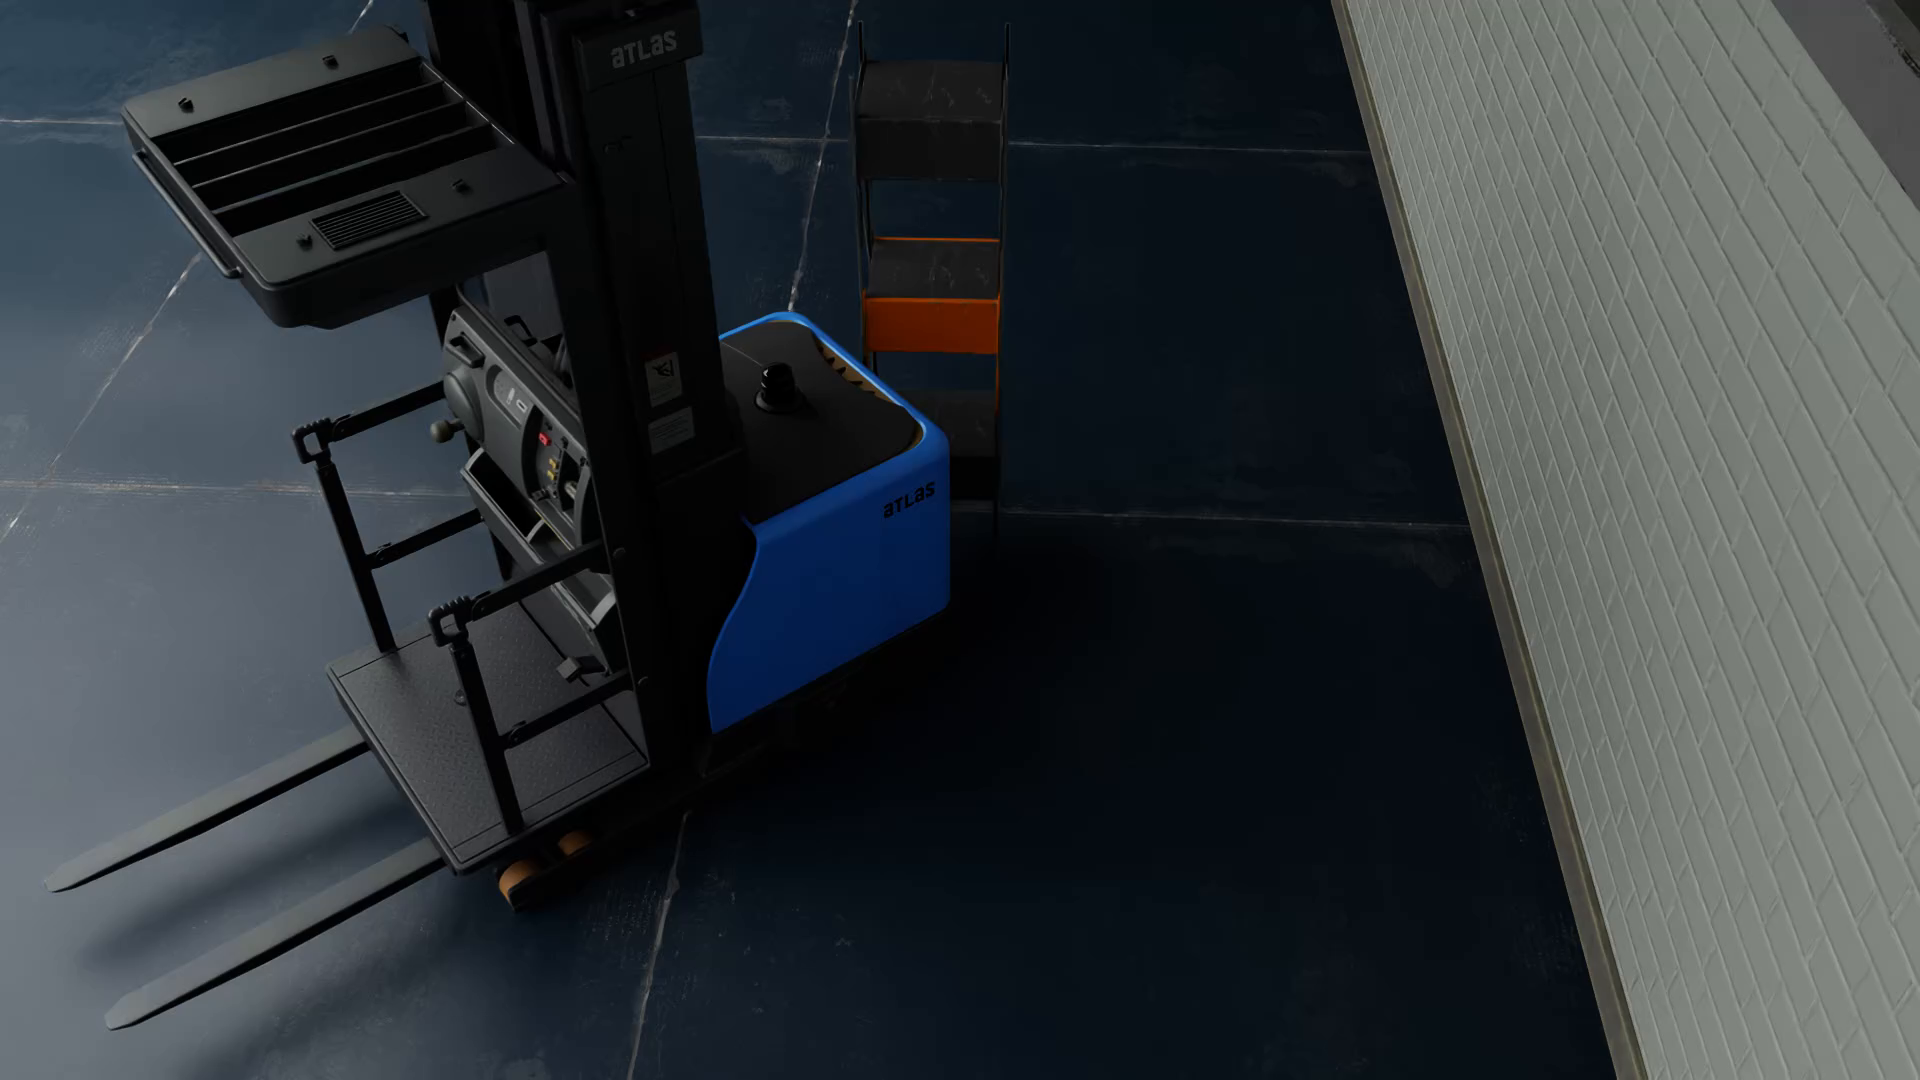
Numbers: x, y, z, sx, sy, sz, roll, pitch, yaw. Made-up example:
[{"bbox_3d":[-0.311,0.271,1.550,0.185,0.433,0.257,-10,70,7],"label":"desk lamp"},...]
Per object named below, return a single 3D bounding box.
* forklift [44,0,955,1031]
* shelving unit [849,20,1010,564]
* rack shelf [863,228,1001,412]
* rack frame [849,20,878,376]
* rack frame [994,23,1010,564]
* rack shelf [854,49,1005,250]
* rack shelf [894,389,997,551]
[{"bbox_3d":[-1.498,-0.279,4.899,3.031,2.935,1.130,-28,50,-26],"label":"forklift"},{"bbox_3d":[-0.092,-0.815,6.084,0.503,2.100,0.431,1,43,1],"label":"shelving unit"},{"bbox_3d":[-0.092,-0.805,6.094,0.480,0.518,0.431,1,43,1],"label":"rack shelf"},{"bbox_3d":[-0.336,-0.821,6.090,0.015,2.100,0.400,1,43,1],"label":"rack frame"},{"bbox_3d":[0.152,-0.809,6.078,0.015,2.100,0.400,1,43,1],"label":"rack frame"},{"bbox_3d":[-0.092,-1.317,5.617,0.480,0.518,0.431,1,43,1],"label":"rack shelf"},{"bbox_3d":[-0.092,-0.293,6.571,0.480,0.518,0.431,1,43,1],"label":"rack shelf"}]
